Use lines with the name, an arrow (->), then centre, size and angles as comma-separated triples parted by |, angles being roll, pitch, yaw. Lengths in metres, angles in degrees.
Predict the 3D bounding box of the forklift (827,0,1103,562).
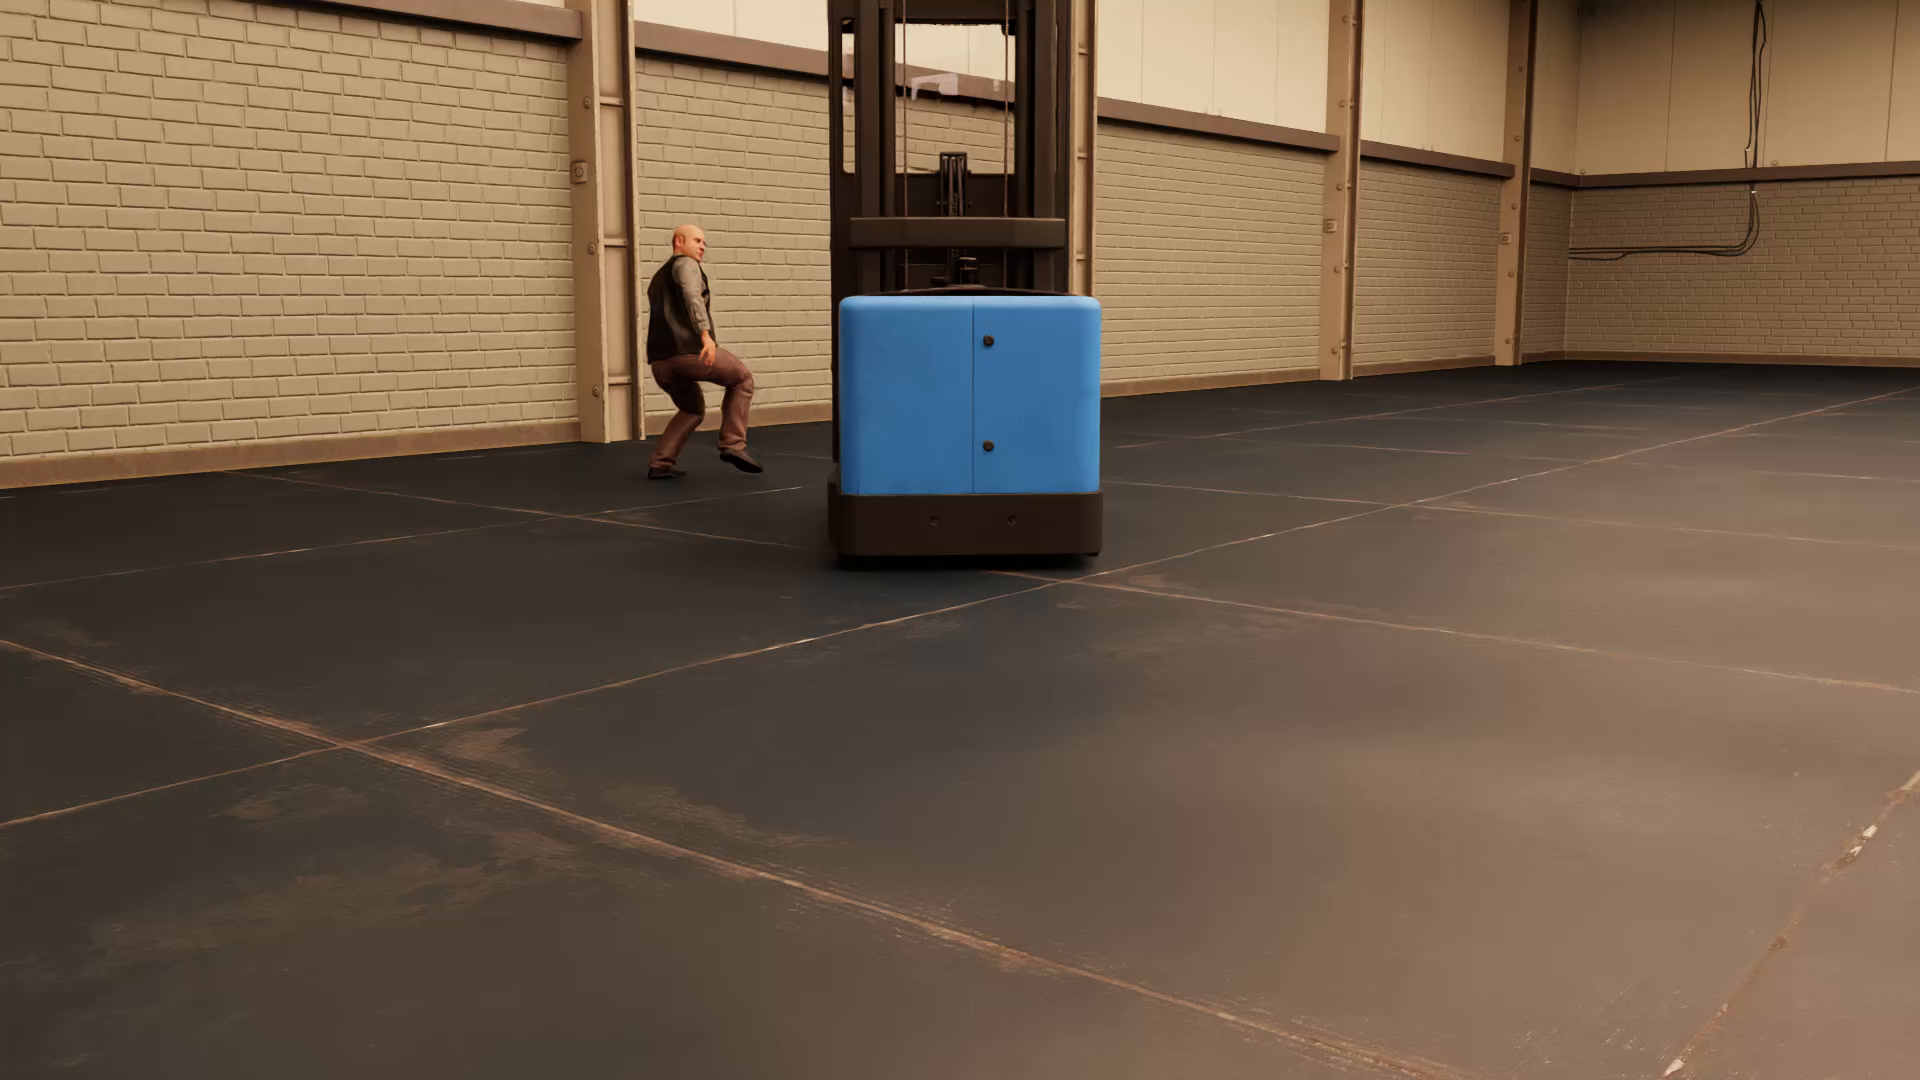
forklift -> -0.068, -1.538, 7.794 | 1.130, 2.935, 3.031 | -1, 8, -5

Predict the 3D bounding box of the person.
person -> -1.523, -1.105, 9.853 | 0.751, 1.512, 0.720 | 6, 10, 37
